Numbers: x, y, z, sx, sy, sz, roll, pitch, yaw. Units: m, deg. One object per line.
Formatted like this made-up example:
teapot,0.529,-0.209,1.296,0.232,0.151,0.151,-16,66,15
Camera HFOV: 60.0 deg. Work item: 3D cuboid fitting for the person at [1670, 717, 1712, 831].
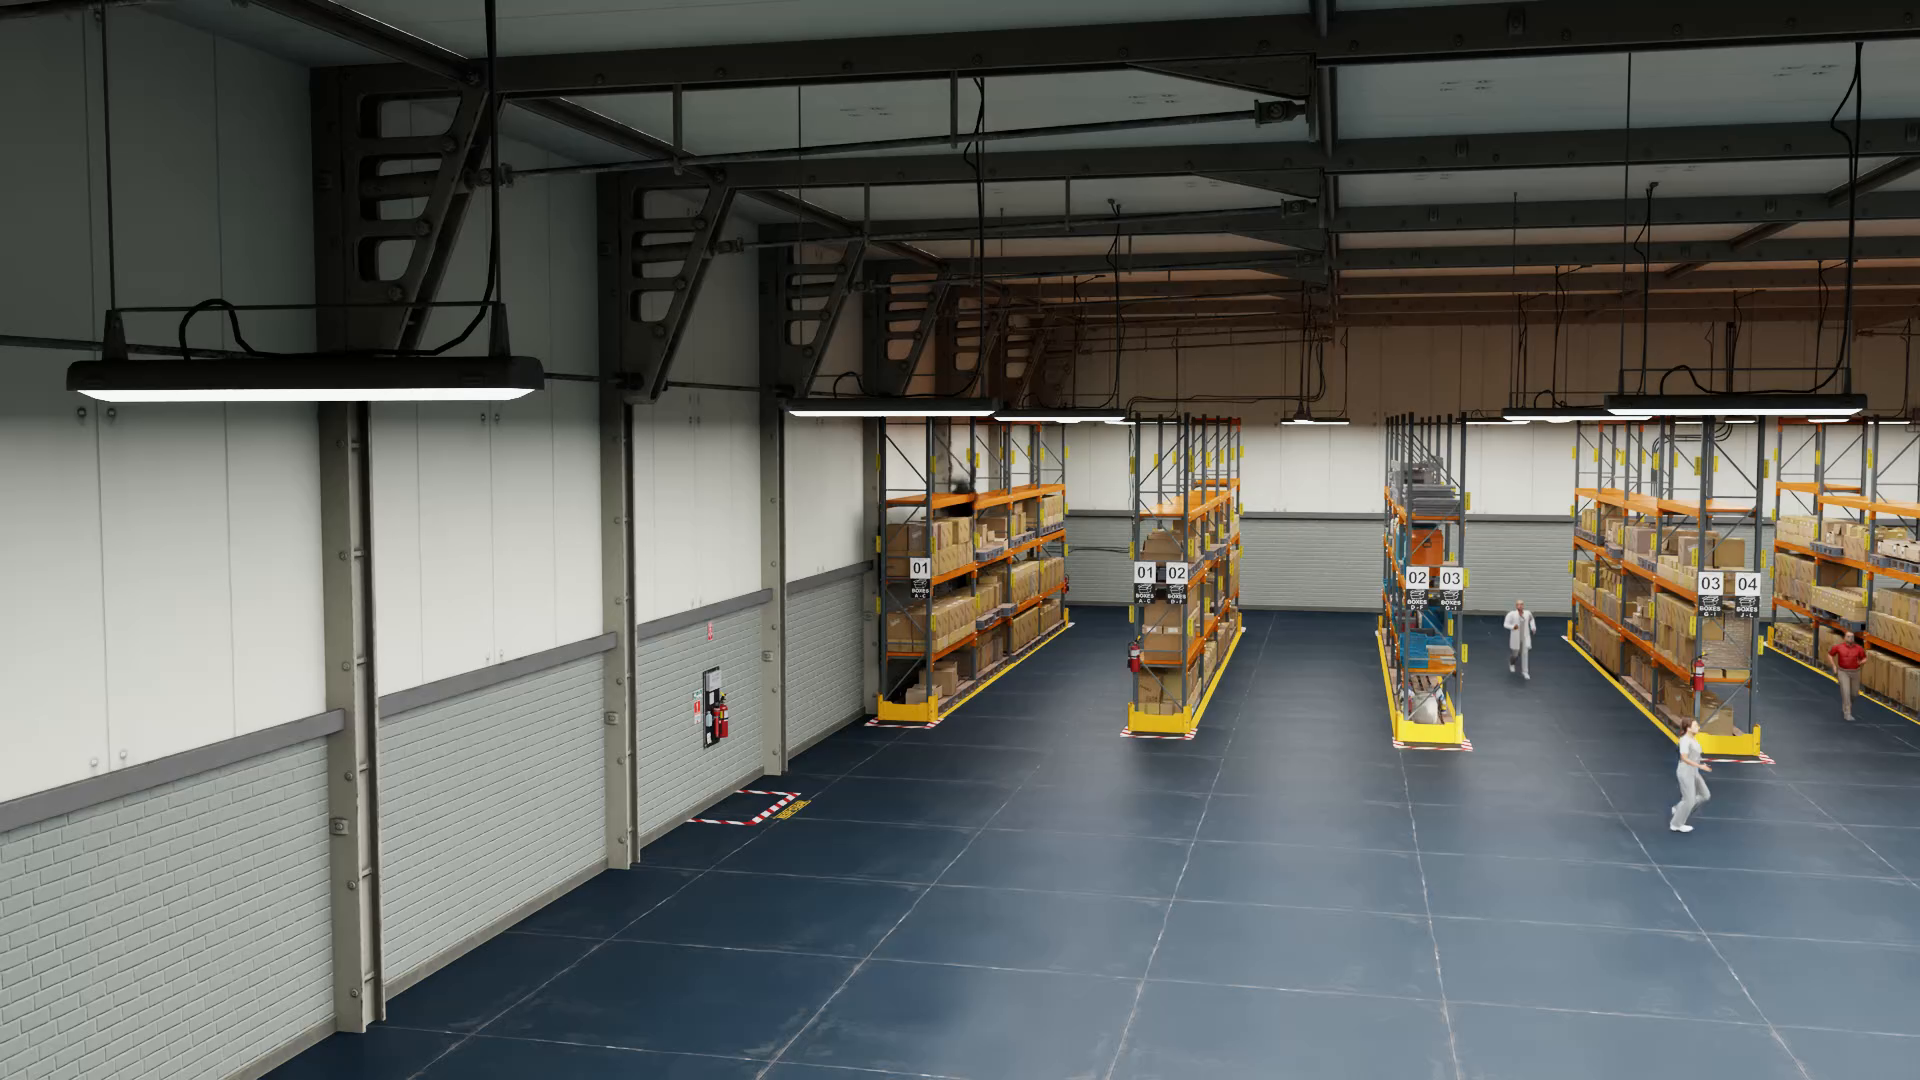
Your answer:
person,10.338,3.306,23.470,0.569,1.624,0.603,3,5,39

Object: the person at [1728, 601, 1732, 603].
person,20.173,1.975,44.130,0.652,1.584,0.604,4,5,44

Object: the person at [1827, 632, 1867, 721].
person,17.457,2.648,32.687,0.673,1.699,0.944,1,4,10

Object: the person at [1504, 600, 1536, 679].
person,12.806,2.242,37.988,0.727,1.736,1.154,0,4,7
